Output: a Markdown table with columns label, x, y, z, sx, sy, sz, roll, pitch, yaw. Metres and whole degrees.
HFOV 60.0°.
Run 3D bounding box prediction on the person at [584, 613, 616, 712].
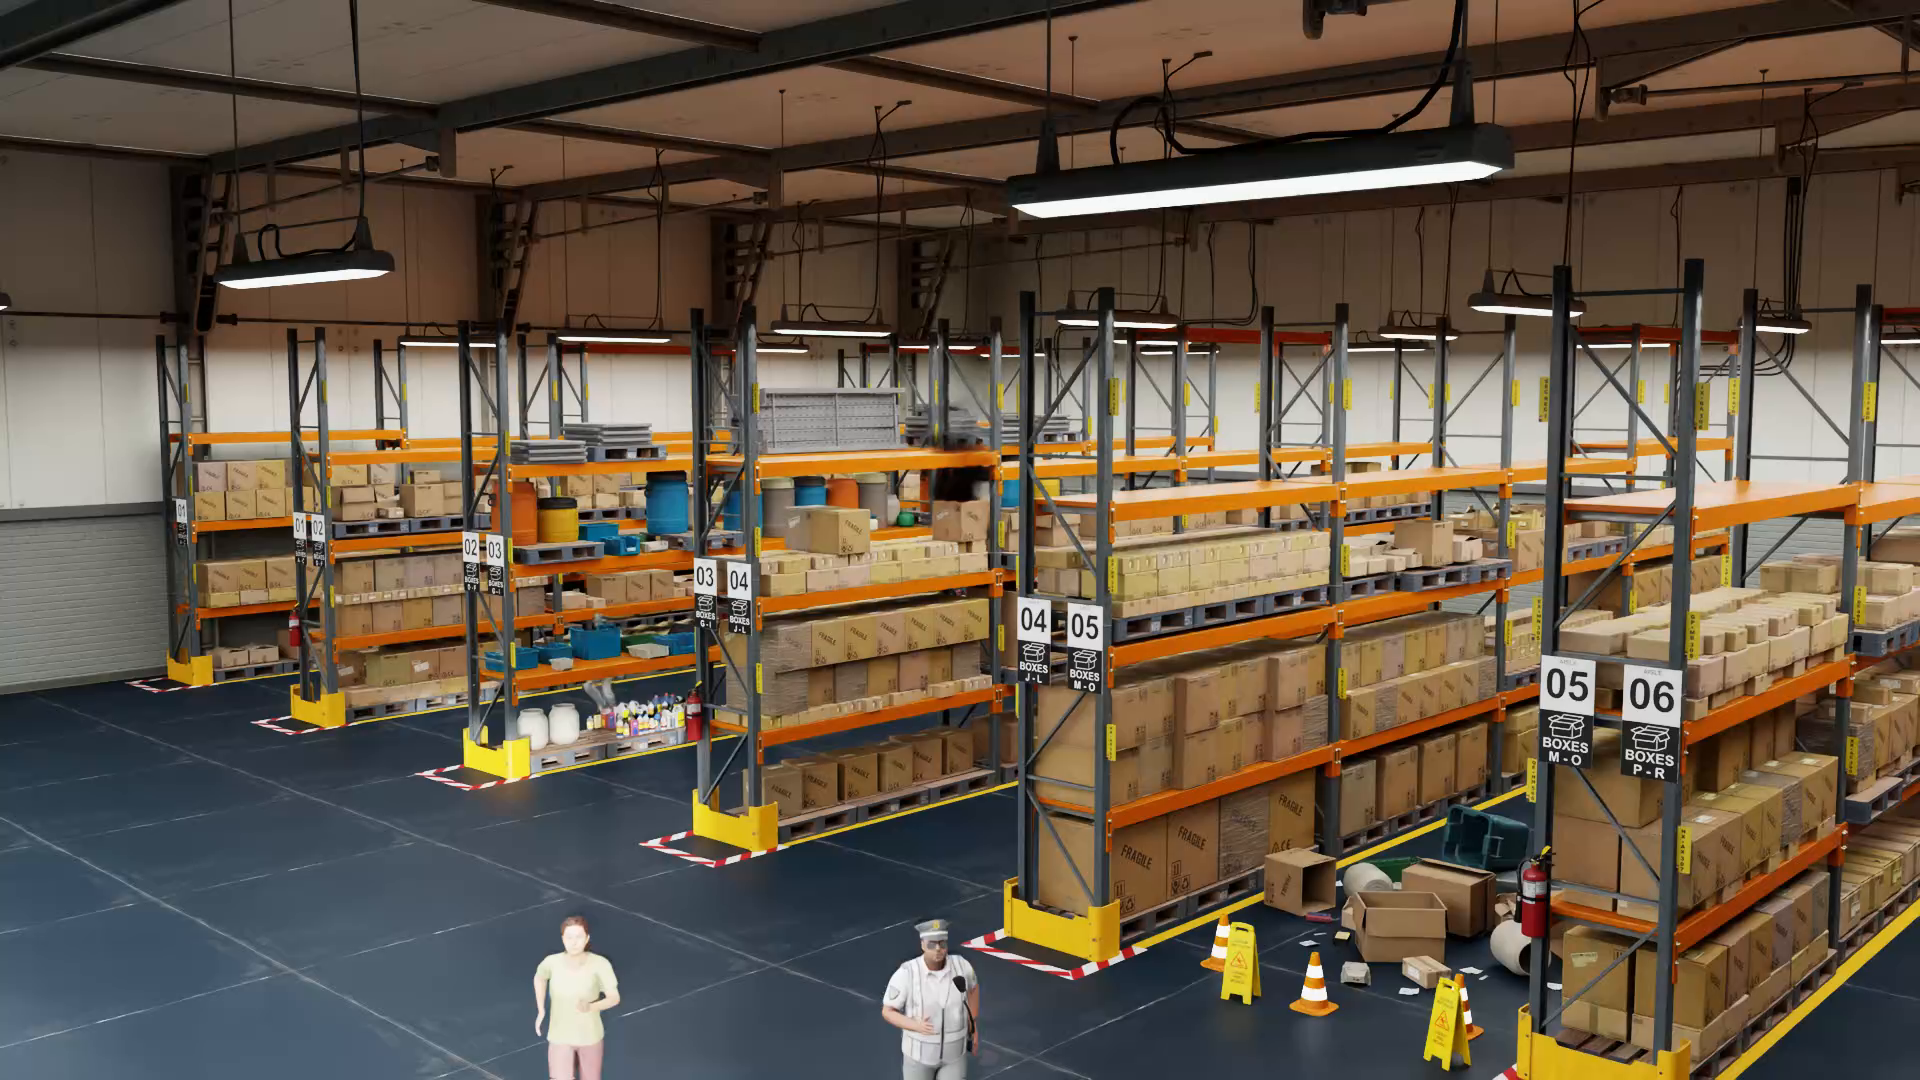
| label | x | y | z | sx | sy | sz | roll | pitch | yaw |
| --- | --- | --- | --- | --- | --- | --- | --- | --- | --- |
| person | -5.535 | 1.932 | 25.531 | 0.583 | 1.642 | 0.691 | 3 | 6 | 26 |

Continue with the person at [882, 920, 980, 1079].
| label | x | y | z | sx | sy | sz | roll | pitch | yaw |
| --- | --- | --- | --- | --- | --- | --- | --- | --- | --- |
| person | -0.174 | 3.273 | 10.706 | 0.678 | 1.753 | 0.879 | -1 | 6 | -13 |

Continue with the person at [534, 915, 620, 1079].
| label | x | y | z | sx | sy | sz | roll | pitch | yaw |
| --- | --- | --- | --- | --- | --- | --- | --- | --- | --- |
| person | -2.507 | 3.295 | 10.899 | 0.560 | 1.701 | 0.875 | -1 | 5 | -11 |
